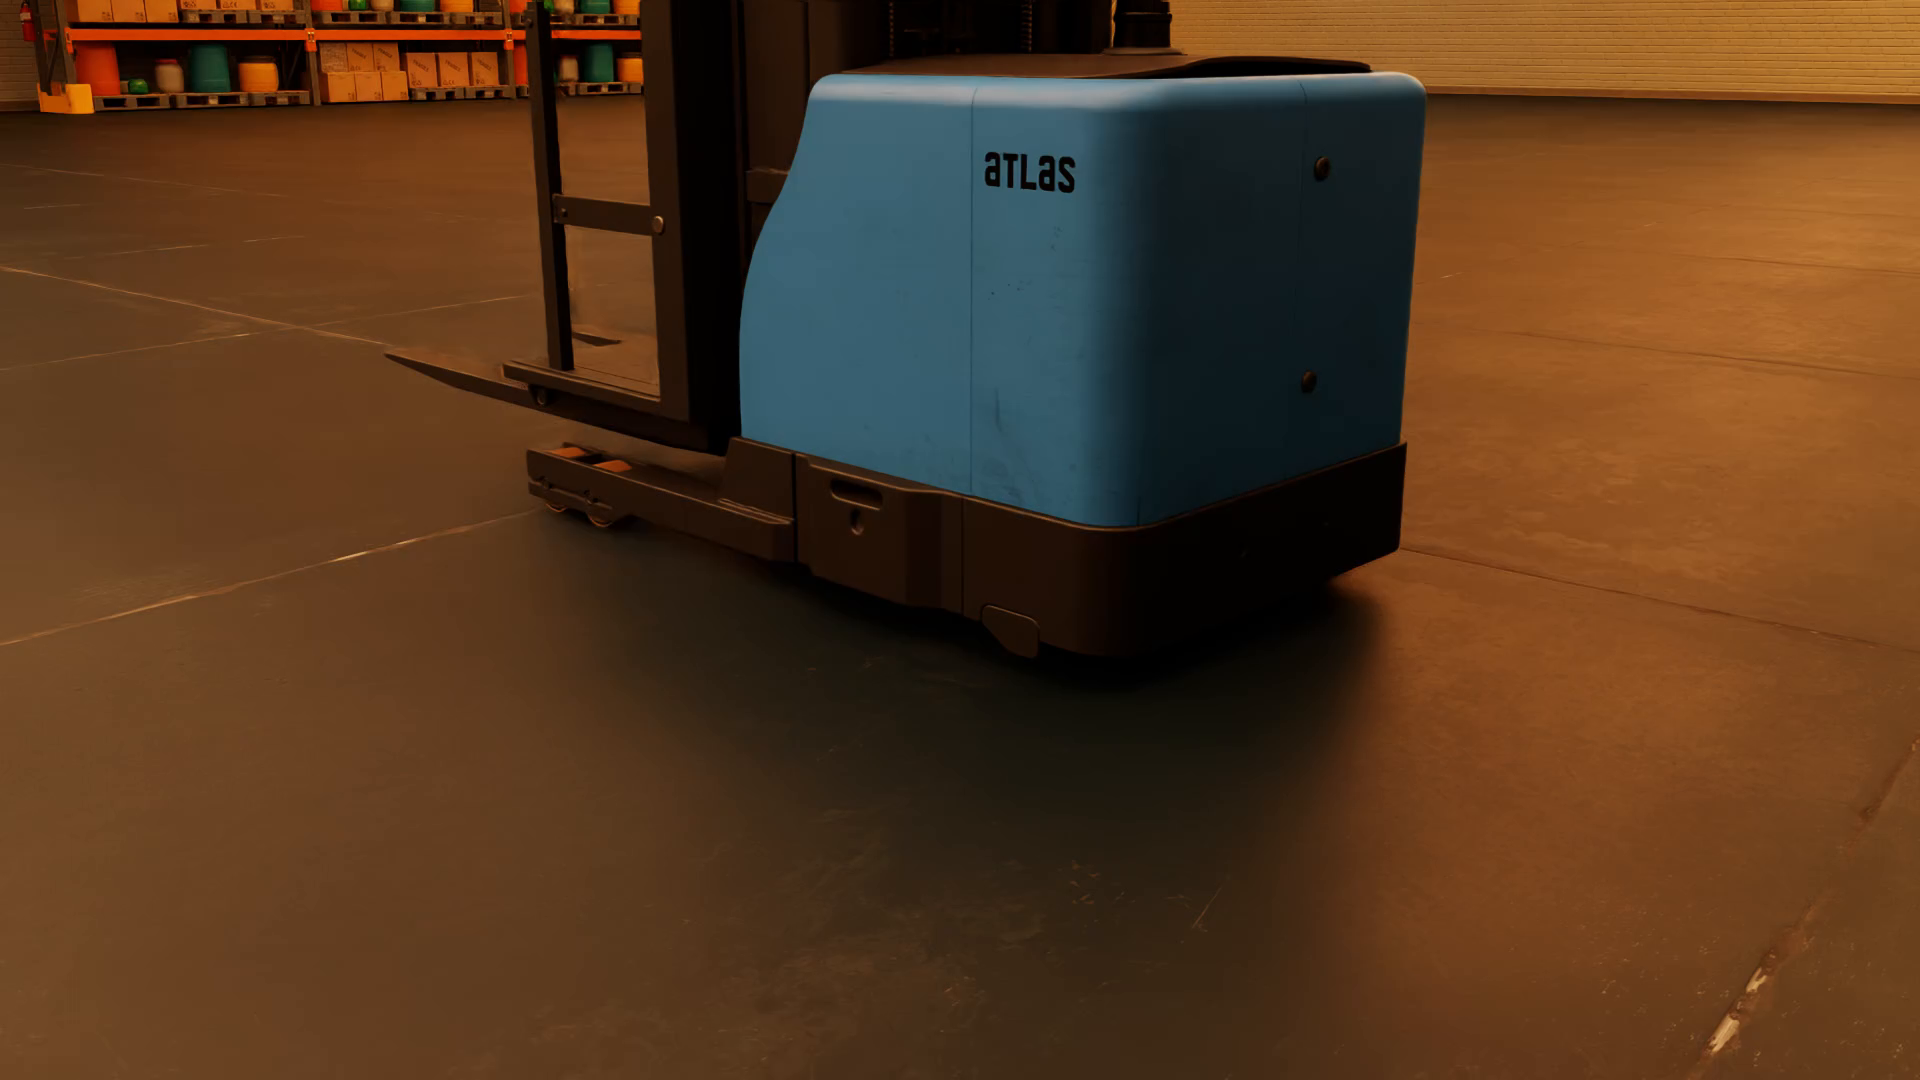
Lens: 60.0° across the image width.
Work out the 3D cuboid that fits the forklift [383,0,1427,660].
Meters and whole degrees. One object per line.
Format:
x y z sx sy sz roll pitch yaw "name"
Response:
-0.442 -1.525 3.920 3.031 2.935 1.130 16 23 42 "forklift"
